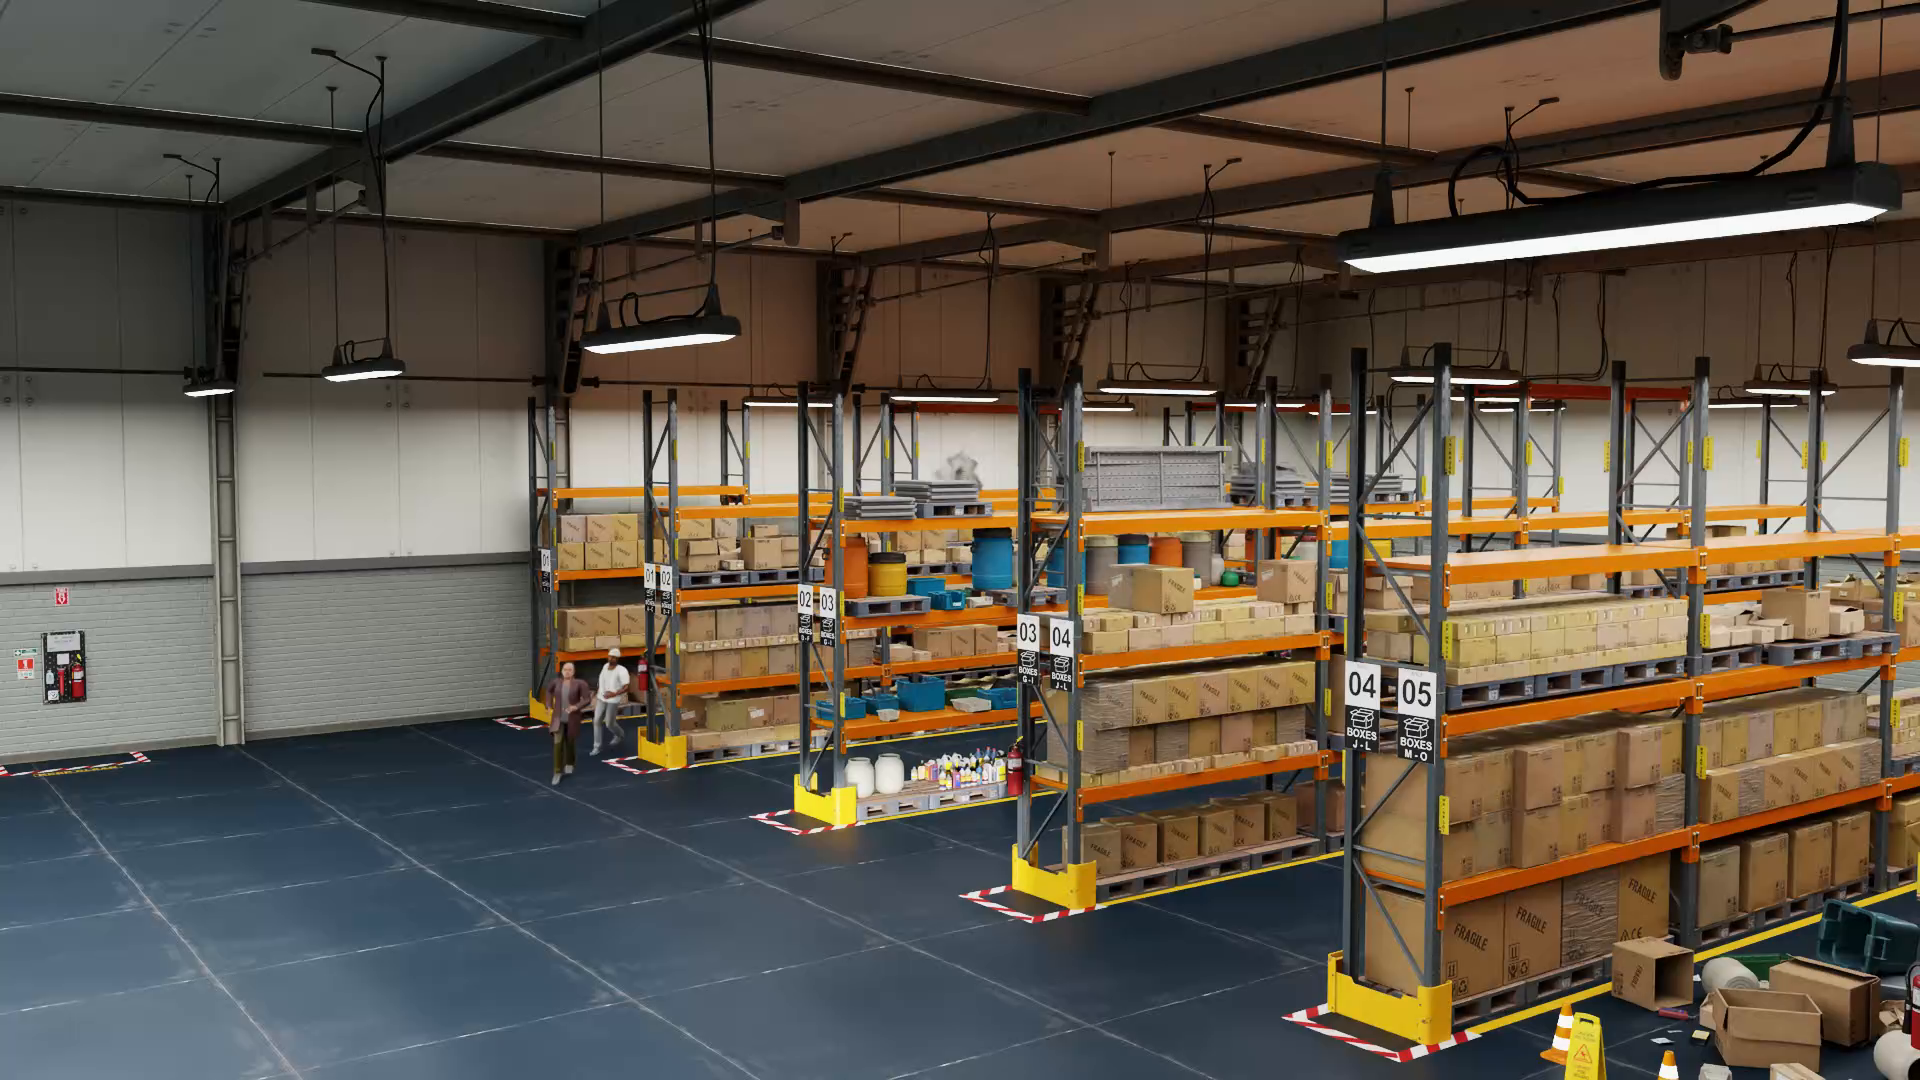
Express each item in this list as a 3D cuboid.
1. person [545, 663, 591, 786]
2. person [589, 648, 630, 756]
[{"bbox_3d":[-5.992,2.777,25.431,0.711,1.822,0.956,0,3,-6],"label":"person"},{"bbox_3d":[-5.772,2.667,27.618,0.731,1.757,0.823,2,4,26],"label":"person"}]
